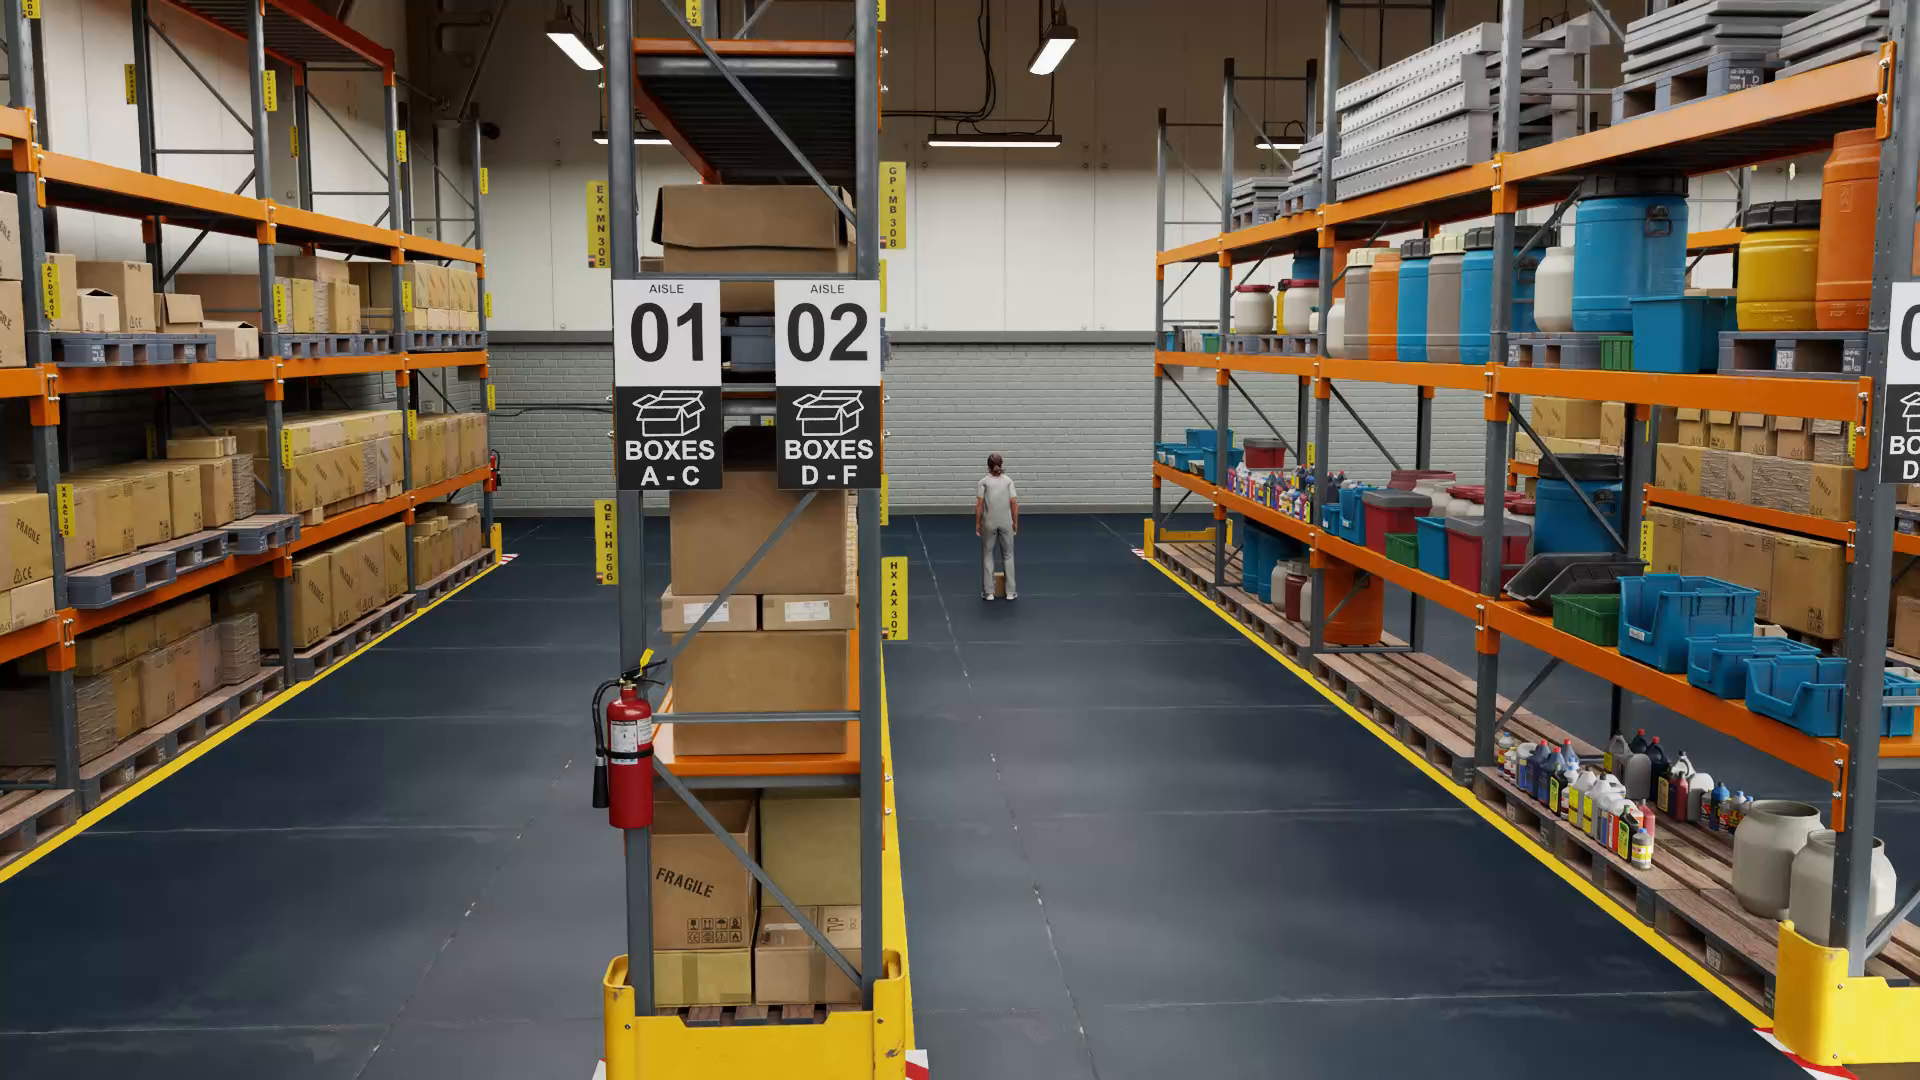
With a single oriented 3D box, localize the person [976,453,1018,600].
[{"bbox_3d":[0.423,-0.126,19.036,0.496,1.613,0.352,-1,7,-4],"label":"person"}]
